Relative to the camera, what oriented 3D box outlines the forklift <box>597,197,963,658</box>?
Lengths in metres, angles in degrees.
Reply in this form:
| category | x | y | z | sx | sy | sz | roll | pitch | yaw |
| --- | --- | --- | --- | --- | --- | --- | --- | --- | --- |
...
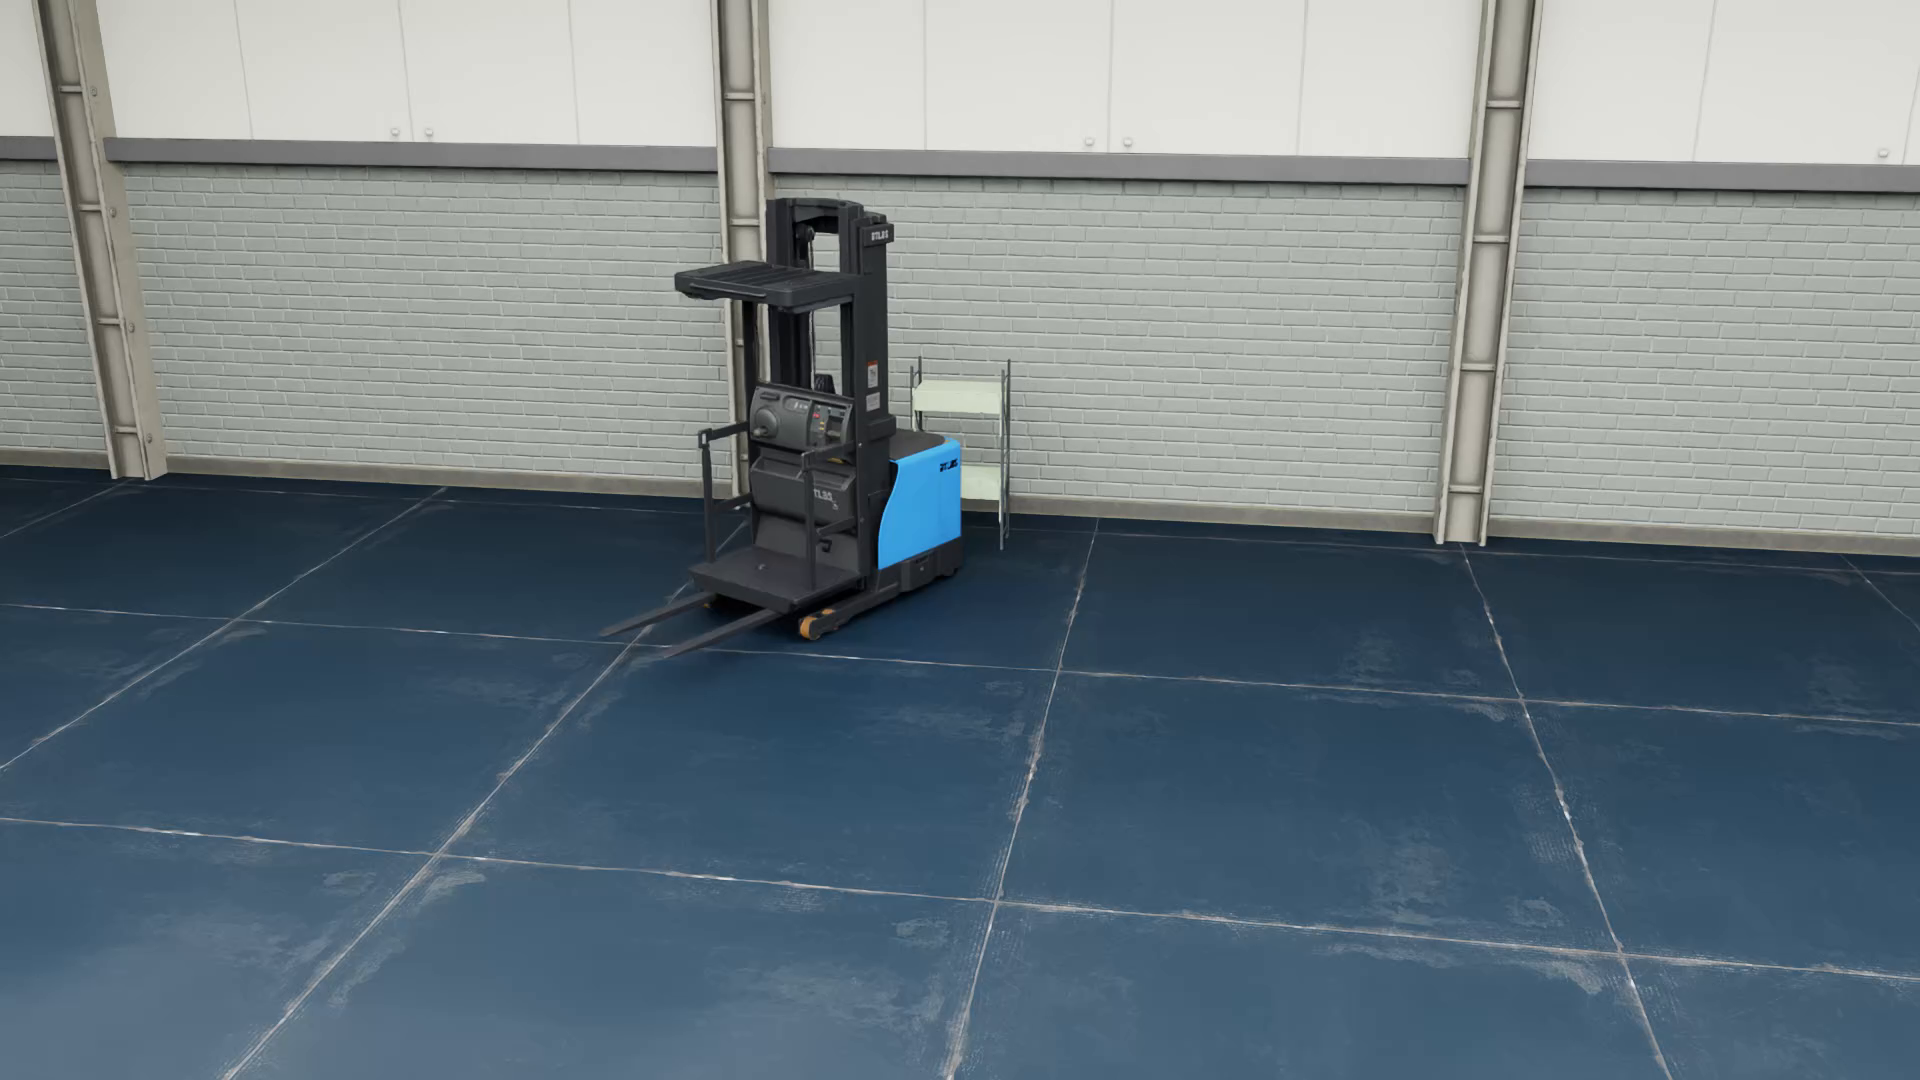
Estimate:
| category | x | y | z | sx | sy | sz | roll | pitch | yaw |
| --- | --- | --- | --- | --- | --- | --- | --- | --- | --- |
| forklift | -1.269 | -0.861 | 11.756 | 1.130 | 2.935 | 3.031 | 14 | 23 | 35 |

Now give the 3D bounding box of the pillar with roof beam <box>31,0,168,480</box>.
| category | x | y | z | sx | sy | sz | roll | pitch | yaw |
| --- | --- | --- | --- | --- | --- | --- | --- | --- | --- |
| pillar with roof beam | -8.384 | -3.530 | 10.173 | 0.400 | 9.000 | 9.100 | 3 | 19 | 9 |

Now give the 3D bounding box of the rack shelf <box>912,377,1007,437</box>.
| category | x | y | z | sx | sy | sz | roll | pitch | yaw |
| --- | --- | --- | --- | --- | --- | --- | --- | --- | --- |
| rack shelf | 0.007 | -1.081 | 13.440 | 0.720 | 0.370 | 0.431 | 3 | 19 | 9 |

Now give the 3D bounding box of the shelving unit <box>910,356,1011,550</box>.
| category | x | y | z | sx | sy | sz | roll | pitch | yaw |
| --- | --- | --- | --- | --- | --- | --- | --- | --- | --- |
| shelving unit | 0.007 | -0.711 | 13.564 | 0.755 | 1.500 | 0.431 | 3 | 19 | 9 |

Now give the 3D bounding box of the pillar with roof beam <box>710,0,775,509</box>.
| category | x | y | z | sx | sy | sz | roll | pitch | yaw |
| --- | --- | --- | --- | --- | --- | --- | --- | --- | --- |
| pillar with roof beam | -2.460 | -3.229 | 9.270 | 0.400 | 9.000 | 9.100 | 3 | 19 | 9 |

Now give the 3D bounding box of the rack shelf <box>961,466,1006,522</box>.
| category | x | y | z | sx | sy | sz | roll | pitch | yaw |
| --- | --- | --- | --- | --- | --- | --- | --- | --- | --- |
| rack shelf | 0.007 | -0.402 | 13.668 | 0.720 | 0.370 | 0.431 | 3 | 19 | 9 |

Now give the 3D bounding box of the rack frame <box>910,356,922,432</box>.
| category | x | y | z | sx | sy | sz | roll | pitch | yaw |
| --- | --- | --- | --- | --- | --- | --- | --- | --- | --- |
| rack frame | -0.355 | -0.729 | 13.619 | 0.023 | 1.500 | 0.400 | 3 | 19 | 9 |

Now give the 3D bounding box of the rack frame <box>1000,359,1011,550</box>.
| category | x | y | z | sx | sy | sz | roll | pitch | yaw |
| --- | --- | --- | --- | --- | --- | --- | --- | --- | --- |
| rack frame | 0.368 | -0.692 | 13.509 | 0.023 | 1.500 | 0.400 | 3 | 19 | 9 |

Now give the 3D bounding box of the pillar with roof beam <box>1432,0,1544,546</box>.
| category | x | y | z | sx | sy | sz | roll | pitch | yaw |
| --- | --- | --- | --- | --- | --- | --- | --- | --- | --- |
| pillar with roof beam | 3.464 | -2.927 | 8.368 | 0.400 | 9.000 | 9.100 | 3 | 19 | 9 |
